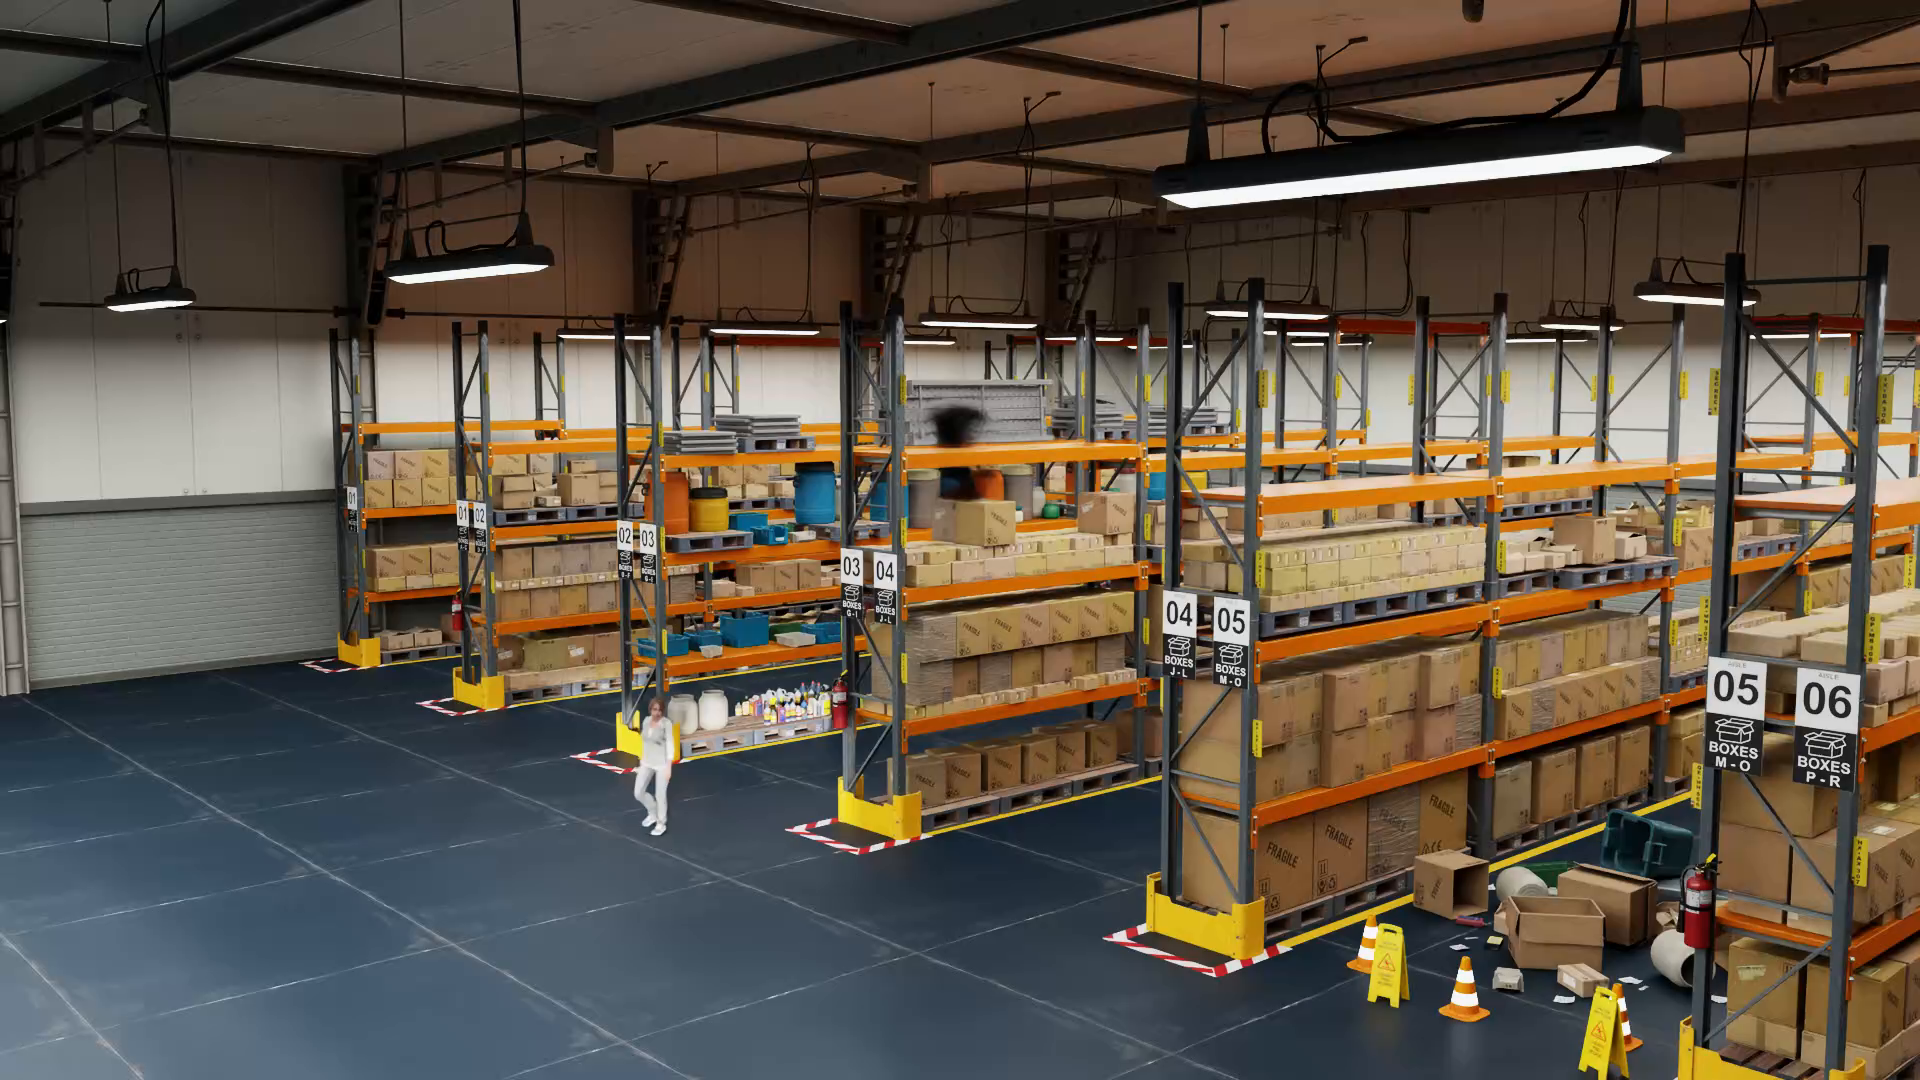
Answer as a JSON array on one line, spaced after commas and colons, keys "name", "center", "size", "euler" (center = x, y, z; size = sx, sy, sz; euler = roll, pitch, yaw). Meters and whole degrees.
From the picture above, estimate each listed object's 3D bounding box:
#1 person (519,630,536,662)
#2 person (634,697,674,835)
[{"name": "person", "center": [-7.545, 1.454, 29.110], "size": [0.549, 1.738, 0.812], "euler": [5, 8, 43]}, {"name": "person", "center": [-3.402, 2.533, 18.602], "size": [0.496, 1.570, 0.431], "euler": [2, 6, 19]}]
